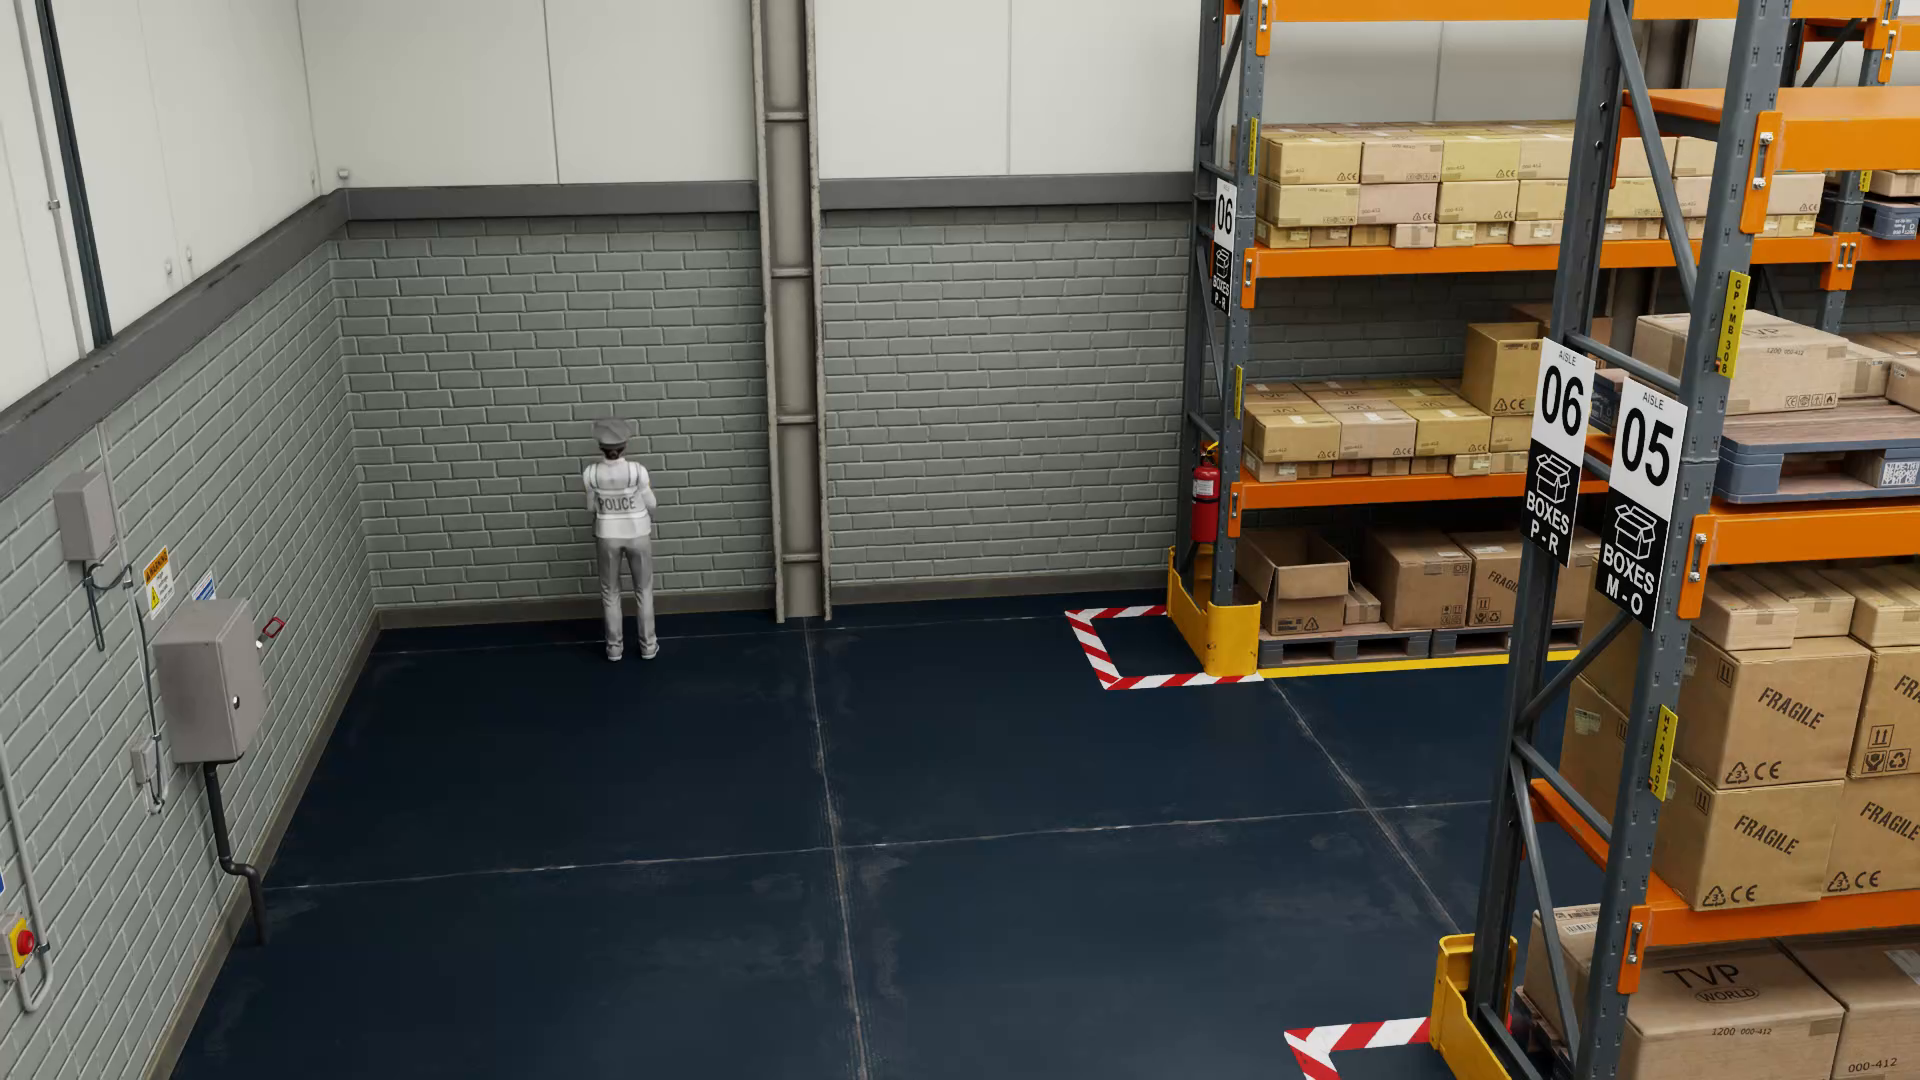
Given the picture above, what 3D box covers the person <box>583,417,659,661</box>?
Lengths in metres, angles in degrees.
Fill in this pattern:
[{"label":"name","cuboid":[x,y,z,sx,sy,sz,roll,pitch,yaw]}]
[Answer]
[{"label":"person","cuboid":[-2.246,-0.027,11.116,0.459,1.687,0.547,-2,20,-6]}]
